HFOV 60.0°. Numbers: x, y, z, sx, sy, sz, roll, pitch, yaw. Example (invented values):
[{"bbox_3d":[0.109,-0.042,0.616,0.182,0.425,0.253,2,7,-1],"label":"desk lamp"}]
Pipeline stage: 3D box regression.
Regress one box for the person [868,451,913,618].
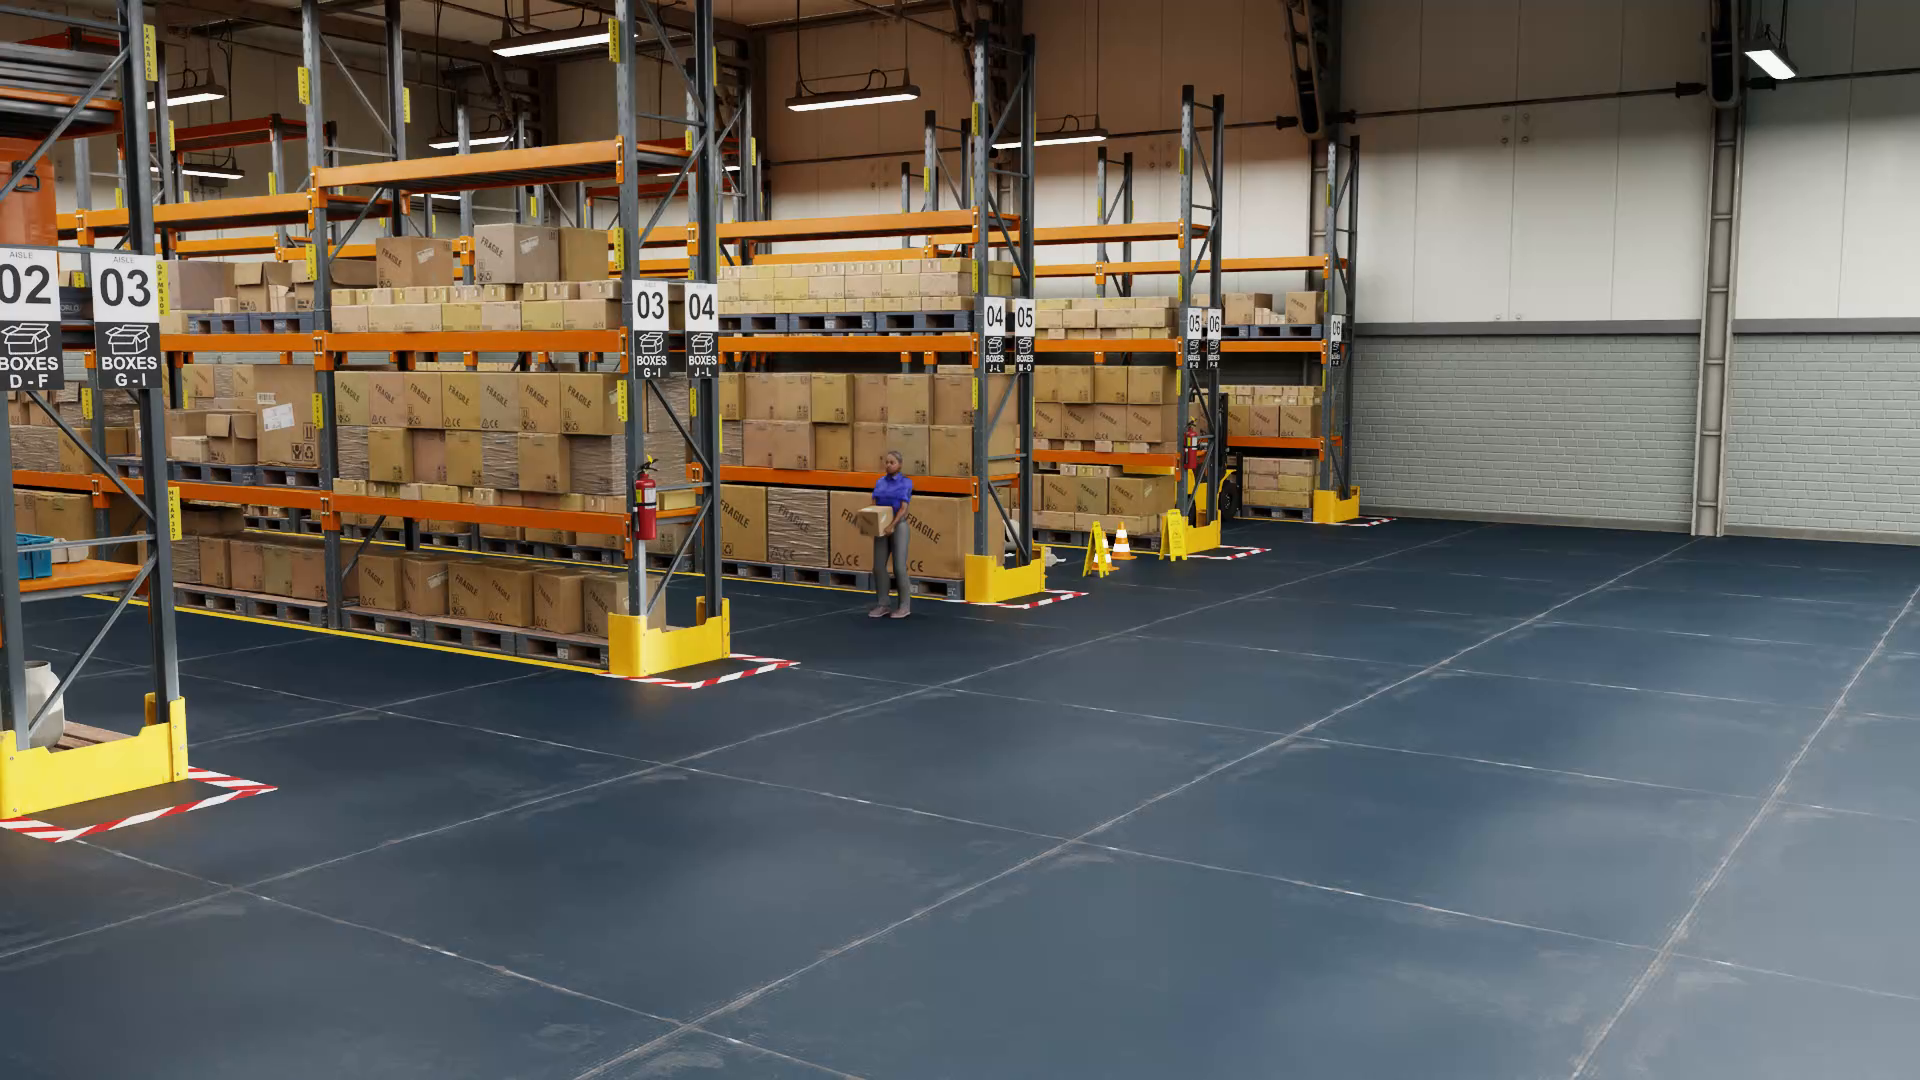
[{"bbox_3d":[-0.726,-0.044,16.521,0.441,1.644,0.499,4,8,33],"label":"person"}]
